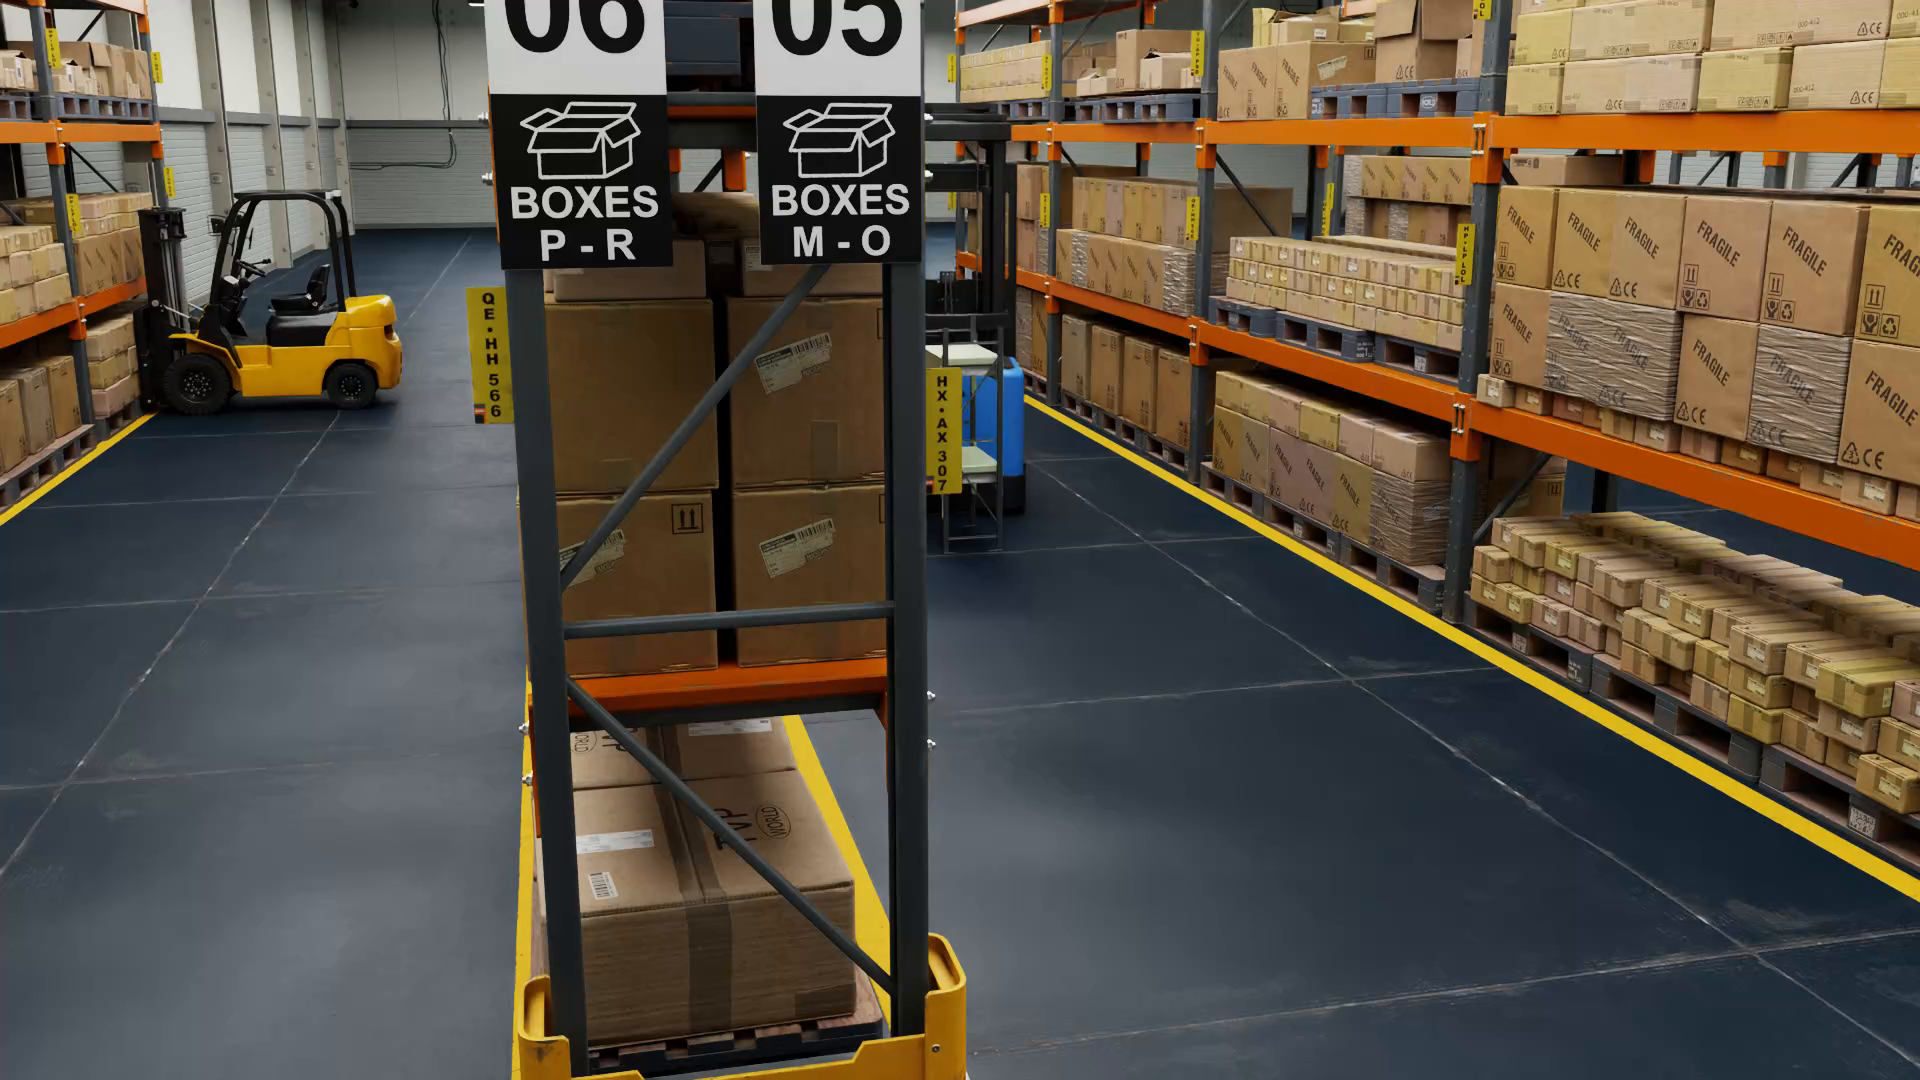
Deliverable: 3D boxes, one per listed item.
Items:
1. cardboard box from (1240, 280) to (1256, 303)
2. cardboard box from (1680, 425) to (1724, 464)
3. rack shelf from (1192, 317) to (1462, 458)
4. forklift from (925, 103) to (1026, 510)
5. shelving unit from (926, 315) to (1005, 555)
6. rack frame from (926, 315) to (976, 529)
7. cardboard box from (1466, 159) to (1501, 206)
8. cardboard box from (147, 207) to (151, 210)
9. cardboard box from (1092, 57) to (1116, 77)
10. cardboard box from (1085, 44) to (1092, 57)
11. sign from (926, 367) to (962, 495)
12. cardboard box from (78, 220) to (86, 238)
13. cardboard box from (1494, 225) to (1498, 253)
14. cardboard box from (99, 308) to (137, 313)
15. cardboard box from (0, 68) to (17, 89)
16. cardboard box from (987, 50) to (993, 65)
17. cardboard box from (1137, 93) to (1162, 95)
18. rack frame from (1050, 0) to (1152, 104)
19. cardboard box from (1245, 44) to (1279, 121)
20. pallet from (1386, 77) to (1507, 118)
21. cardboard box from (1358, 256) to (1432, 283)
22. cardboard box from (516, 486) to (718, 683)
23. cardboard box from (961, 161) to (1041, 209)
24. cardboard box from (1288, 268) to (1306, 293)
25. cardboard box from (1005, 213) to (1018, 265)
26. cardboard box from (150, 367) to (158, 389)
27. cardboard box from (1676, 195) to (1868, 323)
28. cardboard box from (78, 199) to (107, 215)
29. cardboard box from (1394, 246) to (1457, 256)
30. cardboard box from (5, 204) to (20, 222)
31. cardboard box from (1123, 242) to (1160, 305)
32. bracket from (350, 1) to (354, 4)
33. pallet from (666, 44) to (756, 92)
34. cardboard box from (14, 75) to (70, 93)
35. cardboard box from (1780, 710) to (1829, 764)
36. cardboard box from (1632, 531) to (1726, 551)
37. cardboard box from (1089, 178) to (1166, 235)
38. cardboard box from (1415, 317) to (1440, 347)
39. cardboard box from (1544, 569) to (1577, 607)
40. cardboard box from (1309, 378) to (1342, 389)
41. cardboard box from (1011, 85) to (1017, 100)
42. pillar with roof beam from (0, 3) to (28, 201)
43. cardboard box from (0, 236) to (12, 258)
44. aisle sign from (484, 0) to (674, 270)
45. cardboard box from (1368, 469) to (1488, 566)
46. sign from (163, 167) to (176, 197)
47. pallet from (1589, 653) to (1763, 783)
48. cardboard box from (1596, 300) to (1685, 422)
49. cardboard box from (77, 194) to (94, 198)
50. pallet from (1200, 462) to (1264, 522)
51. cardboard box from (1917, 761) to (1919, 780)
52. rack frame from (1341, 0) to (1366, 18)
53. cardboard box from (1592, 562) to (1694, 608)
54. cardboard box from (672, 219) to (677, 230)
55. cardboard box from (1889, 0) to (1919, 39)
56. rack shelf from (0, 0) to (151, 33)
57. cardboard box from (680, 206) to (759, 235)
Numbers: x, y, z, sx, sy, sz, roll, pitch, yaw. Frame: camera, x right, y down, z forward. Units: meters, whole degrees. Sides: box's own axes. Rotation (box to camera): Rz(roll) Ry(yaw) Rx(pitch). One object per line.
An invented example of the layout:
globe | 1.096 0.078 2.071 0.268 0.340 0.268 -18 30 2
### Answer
cardboard box | 2.296 -1.839 12.280 0.380 0.149 0.250 -3 14 -10
cardboard box | 3.477 -0.445 7.458 0.380 0.149 0.250 -3 14 -11
rack shelf | 2.794 -1.123 11.219 1.077 0.370 4.000 -3 14 -13
forklift | -0.119 -1.935 13.171 1.130 2.935 3.031 -1 14 -3
shelving unit | -0.002 -0.730 11.255 0.431 1.500 0.755 -3 14 -13
rack frame | -0.088 -0.815 11.601 0.400 1.500 0.023 -3 14 -13
cardboard box | 5.857 -3.877 18.031 0.500 0.500 0.500 -3 14 -13
cardboard box | -8.724 -3.445 17.628 0.380 0.149 0.250 -3 14 -12
cardboard box | 1.542 -4.766 16.889 0.500 0.250 0.500 -3 14 -13
cardboard box | 1.509 -5.052 17.217 0.380 0.149 0.250 -3 14 -14
sign | -0.044 -0.278 4.252 0.100 0.325 0.005 -3 14 -13
cardboard box | -8.109 -2.791 14.955 0.380 0.149 0.250 -3 14 -12
cardboard box | 6.184 -3.410 18.227 0.875 0.500 0.500 -3 14 -13
cardboard box | -8.501 -2.234 17.054 0.500 0.250 0.500 -3 14 -12
cardboard box | -7.674 -3.631 13.081 0.380 0.149 0.250 -3 14 -13
cardboard box | 0.512 -5.366 18.505 0.380 0.149 0.250 -3 14 -14
cardboard box | 1.889 -4.221 15.283 0.500 0.250 0.500 -3 14 -14
rack frame | 1.385 -5.771 16.087 1.000 3.000 0.127 -3 14 -13
cardboard box | 2.324 -3.178 11.584 0.500 0.500 0.500 -3 14 -13
pallet | 3.222 -2.525 9.518 1.213 0.211 1.003 -3 14 -13
cardboard box | 2.741 -1.703 10.468 0.380 0.149 0.250 -4 14 -15
cardboard box | -0.955 0.066 4.626 0.500 0.500 0.500 -3 14 -13
cardboard box | 0.495 -4.289 20.071 0.875 0.550 0.550 -3 14 -13
cardboard box | 2.491 -1.798 11.484 0.380 0.149 0.250 -3 14 -13
cardboard box | 0.901 -3.387 18.655 0.875 0.550 0.500 -3 14 -13
cardboard box | -8.389 -1.630 16.689 0.500 0.250 0.500 -3 14 -11
cardboard box | 3.477 -1.217 7.144 0.500 0.500 0.500 -4 14 -15
cardboard box | -8.393 -3.171 15.881 0.380 0.149 0.250 -3 14 -13
cardboard box | 3.186 -1.919 11.352 0.380 0.149 0.250 -3 14 -10
cardboard box | -8.614 -2.905 14.793 0.380 0.149 0.250 -4 14 -15
cardboard box | 1.724 -2.302 14.318 0.500 0.500 0.500 -4 14 -14
bracket | -17.095 -15.101 46.694 0.076 0.066 3.189 -3 14 -13
pallet | -1.059 -1.656 5.750 1.003 0.211 1.213 -3 14 -13
cardboard box | -8.037 -3.988 14.543 0.380 0.149 0.250 -3 14 -12
cardboard box | 3.669 0.807 6.925 0.380 0.149 0.250 -3 14 -13
cardboard box | 3.764 0.062 8.721 0.380 0.149 0.250 -3 14 -14
cardboard box | 1.630 -3.158 15.716 0.700 0.500 0.500 -4 14 -14
cardboard box | 2.916 -1.233 9.800 0.380 0.149 0.250 -3 14 -13
cardboard box | 3.277 0.234 8.643 0.380 0.149 0.250 -3 14 -14
cardboard box | 2.869 -1.029 12.119 0.500 0.250 0.500 -3 14 -12
cardboard box | 0.750 -4.745 17.641 0.380 0.149 0.250 -3 14 -12
pillar with roof beam | -5.694 -6.146 17.622 9.100 9.000 0.400 -3 14 -13
cardboard box | -7.465 -2.227 12.645 0.380 0.149 0.250 -4 14 -15
aisle sign | -0.869 -1.018 3.796 0.394 0.787 0.004 -3 14 -13
cardboard box | 2.845 -0.157 10.133 0.500 0.500 0.500 -4 14 -14
sign | -8.636 -3.907 18.160 0.100 0.325 0.005 -3 14 -13
pallet | 3.746 0.779 7.796 1.003 0.211 1.213 -3 14 -13
cardboard box | 3.341 -0.844 7.723 0.500 0.500 0.500 -4 14 -14
cardboard box | -9.191 -3.499 17.224 0.380 0.149 0.250 -3 14 -12
pallet | 2.506 -0.399 12.615 1.003 0.211 1.213 -3 14 -13
cardboard box | 3.802 0.842 6.154 0.380 0.149 0.250 -4 14 -15
rack frame | 5.290 -6.947 20.900 1.000 3.000 0.127 -3 14 -13
cardboard box | 3.321 0.217 8.089 0.380 0.149 0.250 -3 14 -12
cardboard box | -1.101 -0.947 5.298 0.380 0.149 0.250 -3 14 -14
cardboard box | 3.726 -1.925 5.930 0.500 0.250 0.500 -4 14 -15
rack shelf | -8.697 -5.112 15.748 1.077 0.370 4.000 -3 14 -13
cardboard box | -0.831 -1.154 6.144 0.380 0.149 0.250 -3 14 -13
